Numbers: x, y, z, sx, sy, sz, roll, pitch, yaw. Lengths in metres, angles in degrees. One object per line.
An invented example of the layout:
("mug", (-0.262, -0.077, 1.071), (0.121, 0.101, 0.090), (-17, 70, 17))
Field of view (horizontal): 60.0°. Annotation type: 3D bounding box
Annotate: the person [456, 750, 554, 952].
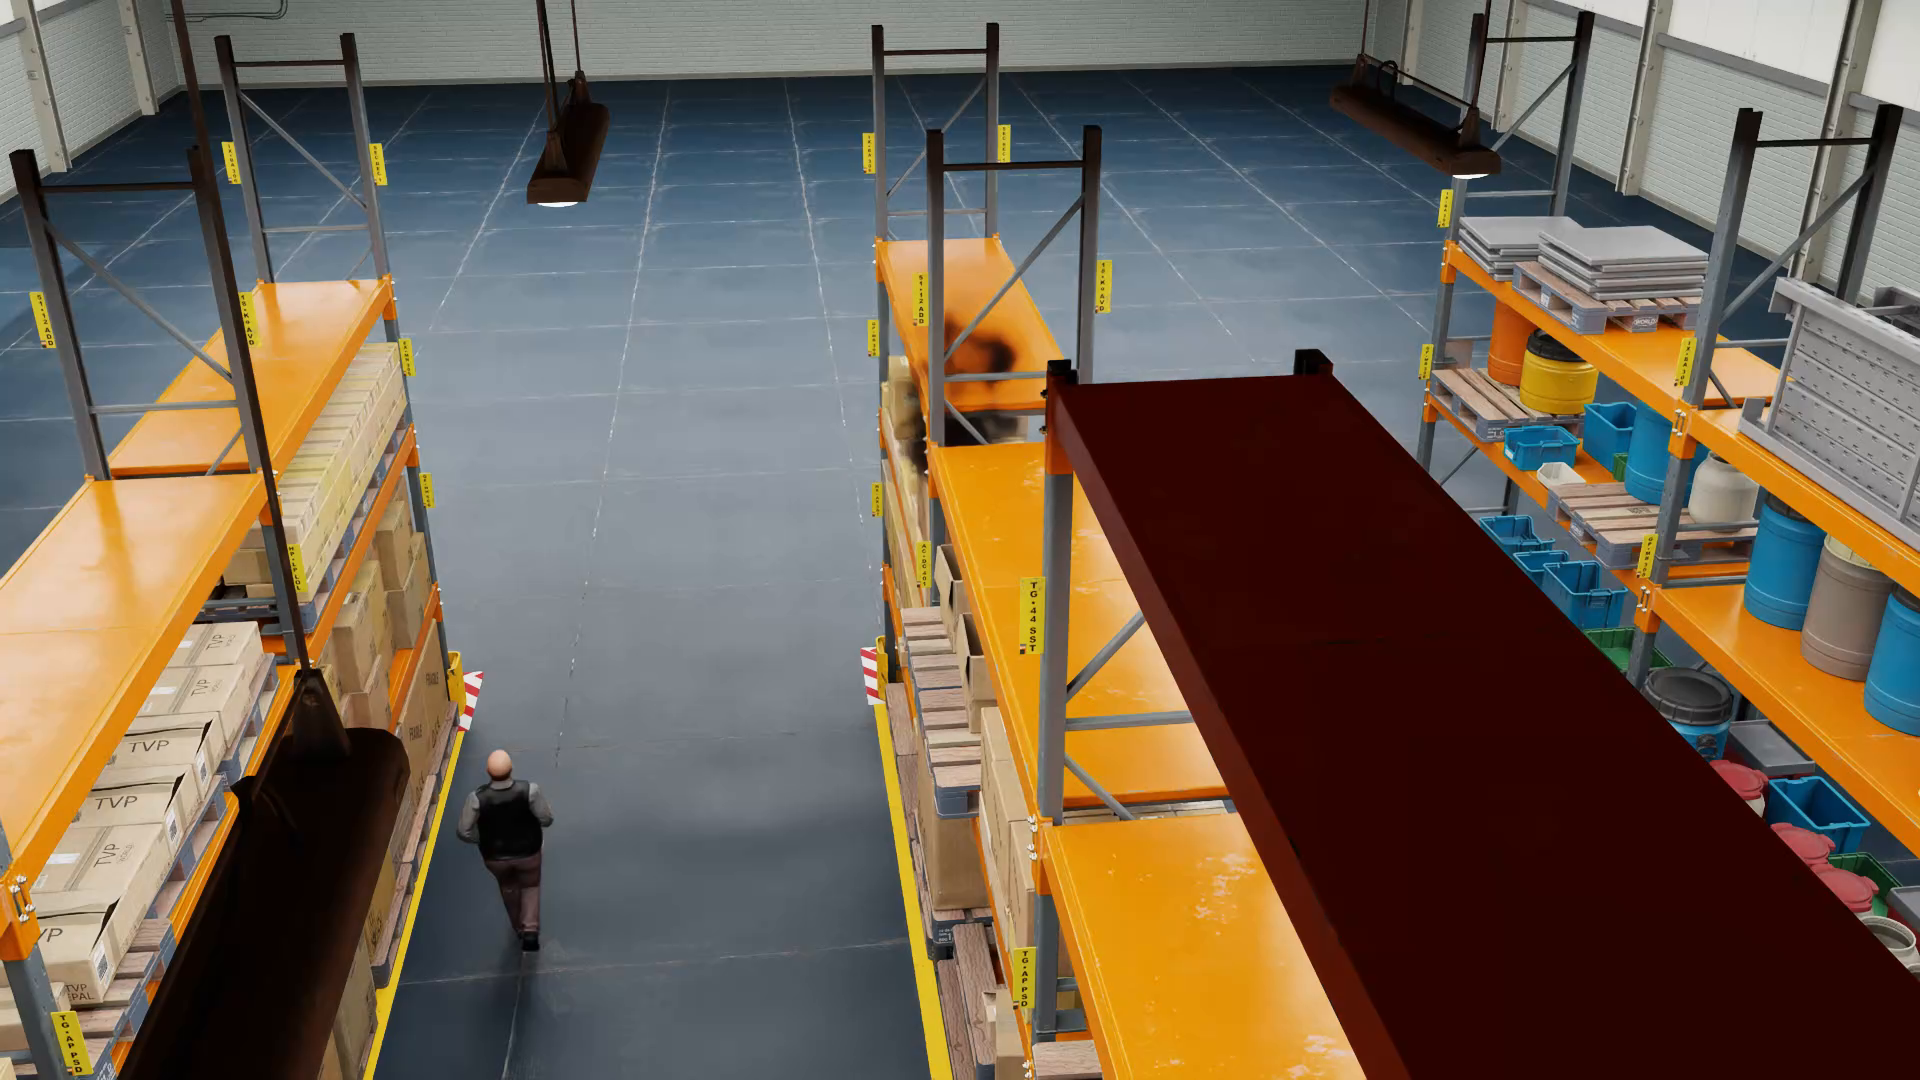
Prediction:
("person", (-3.203, 2.248, 11.858), (0.661, 1.708, 0.792), (-5, 26, -11))
